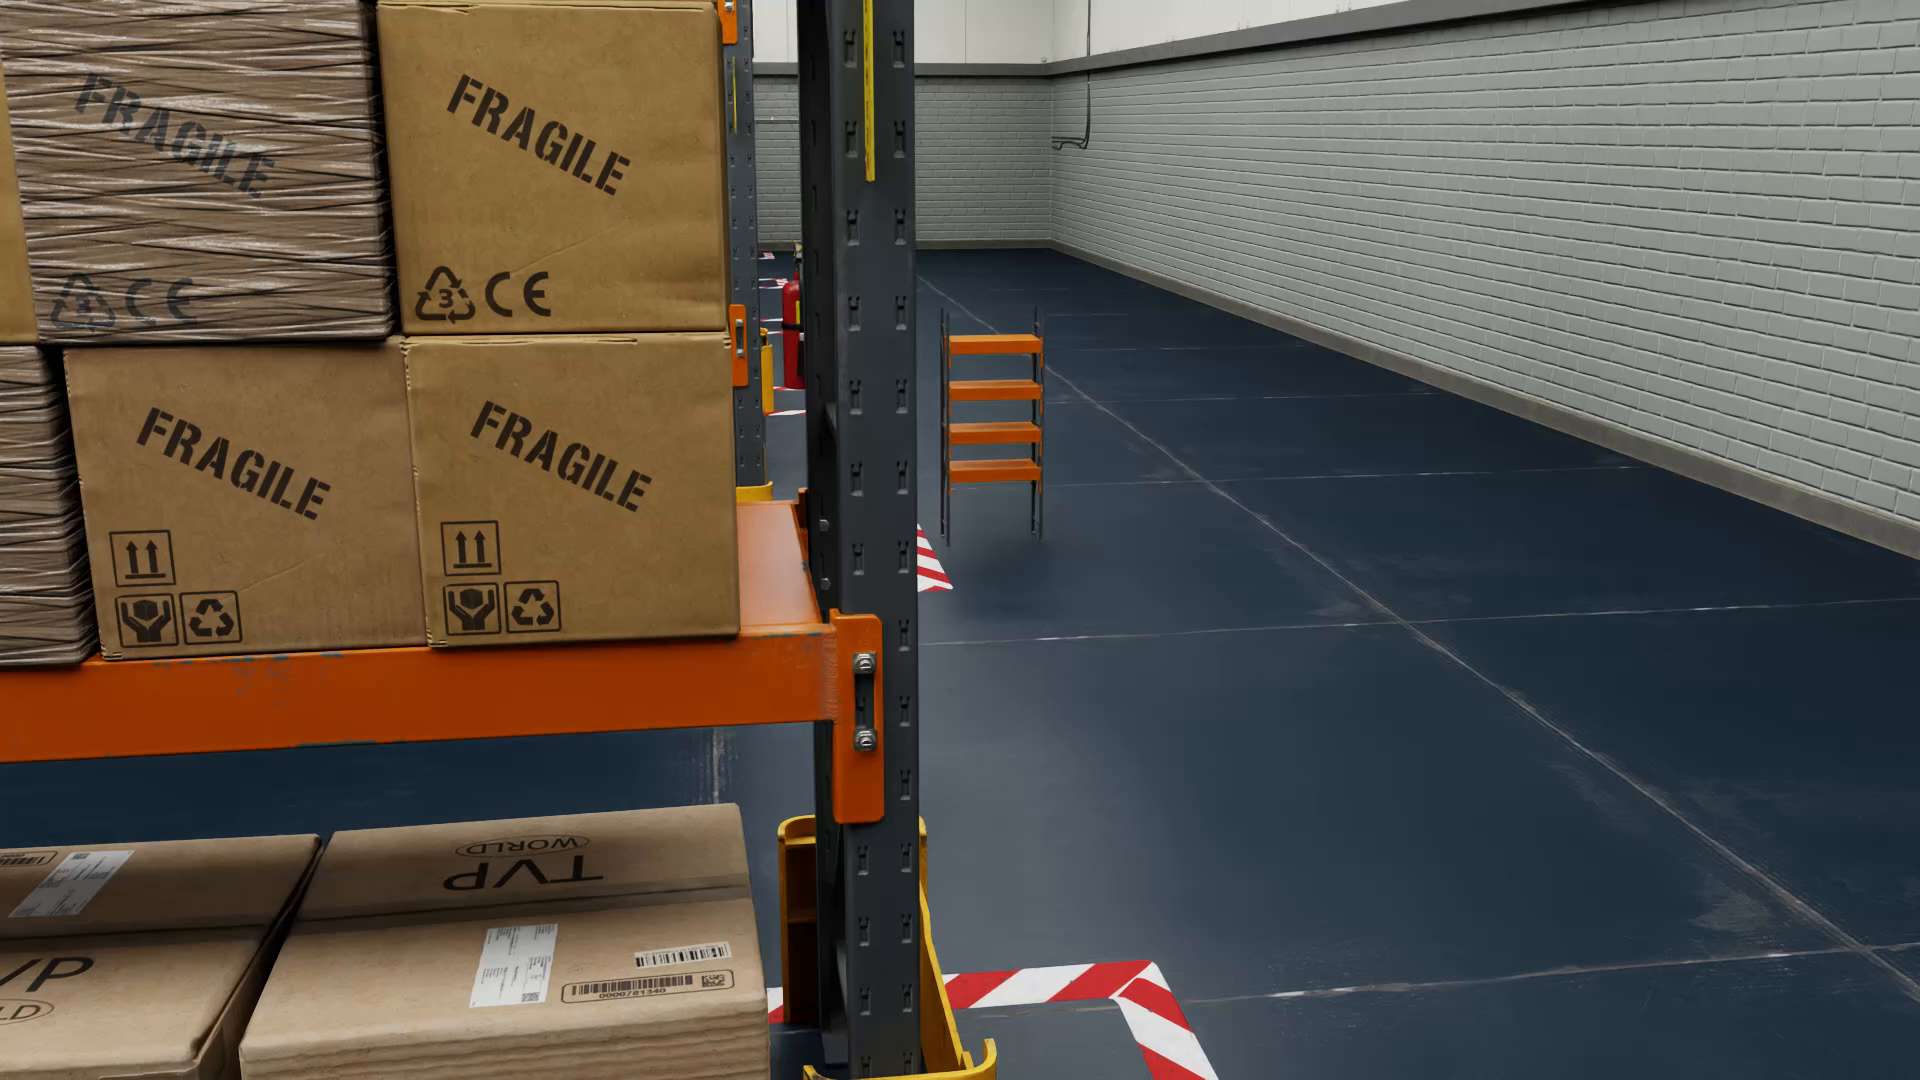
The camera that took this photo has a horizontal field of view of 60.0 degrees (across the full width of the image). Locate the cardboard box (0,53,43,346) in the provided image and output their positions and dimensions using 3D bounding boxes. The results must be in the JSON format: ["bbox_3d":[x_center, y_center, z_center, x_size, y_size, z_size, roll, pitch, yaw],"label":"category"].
[{"bbox_3d":[-1.650,-0.582,2.616,0.500,0.500,0.500,-2,14,-9],"label":"cardboard box"}]

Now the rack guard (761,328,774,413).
[{"bbox_3d":[-1.659,-1.339,13.033,0.348,0.500,1.175,-2,14,-8],"label":"rack guard"}]

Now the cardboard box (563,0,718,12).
[{"bbox_3d":[-0.531,-0.954,2.764,0.250,0.149,0.380,-2,14,-8],"label":"cardboard box"}]

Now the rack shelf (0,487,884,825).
[{"bbox_3d":[-2.184,0.255,3.019,4.000,0.370,1.077,-2,14,-8],"label":"rack shelf"}]

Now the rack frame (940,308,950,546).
[{"bbox_3d":[-0.078,-0.579,8.565,0.015,1.200,0.240,-2,14,-8],"label":"rack frame"}]

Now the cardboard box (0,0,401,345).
[{"bbox_3d":[-1.160,-0.599,2.685,0.500,0.500,0.500,-2,14,-8],"label":"cardboard box"}]

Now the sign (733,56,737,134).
[{"bbox_3d":[-0.981,-1.934,7.239,0.005,0.325,0.100,-2,14,-8],"label":"sign"}]

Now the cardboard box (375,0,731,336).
[{"bbox_3d":[-0.648,-0.625,2.788,0.500,0.500,0.500,-2,14,-6],"label":"cardboard box"}]

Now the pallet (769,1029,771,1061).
[{"bbox_3d":[-0.985,1.234,3.369,1.213,0.211,1.003,-2,14,-8],"label":"pallet"}]

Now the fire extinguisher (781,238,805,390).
[{"bbox_3d":[-0.726,-1.033,7.602,0.183,0.674,0.296,-2,14,-8],"label":"fire extinguisher"}]

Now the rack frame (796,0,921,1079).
[{"bbox_3d":[-0.206,-0.167,3.220,0.127,3.000,1.000,-2,14,-8],"label":"rack frame"}]

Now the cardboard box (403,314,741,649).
[{"bbox_3d":[-0.644,-0.134,2.885,0.500,0.500,0.500,-2,14,-8],"label":"cardboard box"}]

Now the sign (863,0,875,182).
[{"bbox_3d":[-0.139,-0.712,2.528,0.005,0.325,0.100,-2,14,-8],"label":"sign"}]

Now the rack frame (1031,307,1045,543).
[{"bbox_3d":[0.405,-0.597,8.635,0.015,1.200,0.240,-2,14,-8],"label":"rack frame"}]

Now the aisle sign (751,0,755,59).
[{"bbox_3d":[-0.927,-2.545,7.360,0.004,0.787,0.394,-2,14,-8],"label":"aisle sign"}]

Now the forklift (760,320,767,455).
[{"bbox_3d":[-2.775,-1.977,10.579,3.031,2.935,1.130,8,16,28],"label":"forklift"}]

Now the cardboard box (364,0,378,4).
[{"bbox_3d":[-1.021,-0.909,2.586,0.250,0.149,0.380,-2,14,-9],"label":"cardboard box"}]

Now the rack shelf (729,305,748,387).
[{"bbox_3d":[-3.021,-0.932,7.752,4.000,0.370,1.077,-2,14,-8],"label":"rack shelf"}]

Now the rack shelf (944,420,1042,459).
[{"bbox_3d":[0.164,-0.523,8.616,0.480,0.148,0.258,-2,14,-8],"label":"rack shelf"}]

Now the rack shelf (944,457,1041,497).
[{"bbox_3d":[0.164,-0.330,8.664,0.480,0.148,0.258,-2,14,-8],"label":"rack shelf"}]

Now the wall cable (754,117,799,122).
[{"bbox_3d":[-2.771,-6.892,27.947,1.851,1.984,0.084,-2,14,-8],"label":"wall cable"}]

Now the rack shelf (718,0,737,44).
[{"bbox_3d":[-3.021,-2.387,7.387,4.000,0.370,1.077,-2,14,-8],"label":"rack shelf"}]

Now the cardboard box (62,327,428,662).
[{"bbox_3d":[-1.142,-0.120,2.826,0.500,0.500,0.500,-2,14,-9],"label":"cardboard box"}]

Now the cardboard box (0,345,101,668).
[{"bbox_3d":[-1.650,-0.099,2.743,0.500,0.500,0.500,-2,14,-7],"label":"cardboard box"}]

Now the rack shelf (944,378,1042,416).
[{"bbox_3d":[0.164,-0.740,8.562,0.480,0.148,0.258,-2,14,-8],"label":"rack shelf"}]

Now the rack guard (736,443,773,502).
[{"bbox_3d":[-1.119,-0.139,8.247,0.348,0.500,1.175,-2,14,-8],"label":"rack guard"}]

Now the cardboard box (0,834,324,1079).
[{"bbox_3d":[-1.748,0.956,3.149,0.875,0.438,0.875,-2,14,-7],"label":"cardboard box"}]

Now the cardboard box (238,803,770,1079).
[{"bbox_3d":[-0.844,0.920,3.290,0.875,0.438,0.875,-3,14,-10],"label":"cardboard box"}]

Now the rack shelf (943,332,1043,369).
[{"bbox_3d":[0.164,-0.969,8.504,0.480,0.148,0.258,-2,14,-8],"label":"rack shelf"}]

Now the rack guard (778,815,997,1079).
[{"bbox_3d":[-0.183,1.045,3.528,0.348,0.500,1.175,-2,14,-8],"label":"rack guard"}]

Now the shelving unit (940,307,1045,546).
[{"bbox_3d":[0.164,-0.588,8.600,0.503,1.200,0.258,-2,14,-8],"label":"shelving unit"}]

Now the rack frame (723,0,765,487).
[{"bbox_3d":[-1.044,-1.354,7.953,0.127,3.000,1.000,-2,14,-8],"label":"rack frame"}]

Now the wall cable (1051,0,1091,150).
[{"bbox_3d":[1.750,-7.648,27.101,0.112,2.526,3.097,-2,14,-8],"label":"wall cable"}]
